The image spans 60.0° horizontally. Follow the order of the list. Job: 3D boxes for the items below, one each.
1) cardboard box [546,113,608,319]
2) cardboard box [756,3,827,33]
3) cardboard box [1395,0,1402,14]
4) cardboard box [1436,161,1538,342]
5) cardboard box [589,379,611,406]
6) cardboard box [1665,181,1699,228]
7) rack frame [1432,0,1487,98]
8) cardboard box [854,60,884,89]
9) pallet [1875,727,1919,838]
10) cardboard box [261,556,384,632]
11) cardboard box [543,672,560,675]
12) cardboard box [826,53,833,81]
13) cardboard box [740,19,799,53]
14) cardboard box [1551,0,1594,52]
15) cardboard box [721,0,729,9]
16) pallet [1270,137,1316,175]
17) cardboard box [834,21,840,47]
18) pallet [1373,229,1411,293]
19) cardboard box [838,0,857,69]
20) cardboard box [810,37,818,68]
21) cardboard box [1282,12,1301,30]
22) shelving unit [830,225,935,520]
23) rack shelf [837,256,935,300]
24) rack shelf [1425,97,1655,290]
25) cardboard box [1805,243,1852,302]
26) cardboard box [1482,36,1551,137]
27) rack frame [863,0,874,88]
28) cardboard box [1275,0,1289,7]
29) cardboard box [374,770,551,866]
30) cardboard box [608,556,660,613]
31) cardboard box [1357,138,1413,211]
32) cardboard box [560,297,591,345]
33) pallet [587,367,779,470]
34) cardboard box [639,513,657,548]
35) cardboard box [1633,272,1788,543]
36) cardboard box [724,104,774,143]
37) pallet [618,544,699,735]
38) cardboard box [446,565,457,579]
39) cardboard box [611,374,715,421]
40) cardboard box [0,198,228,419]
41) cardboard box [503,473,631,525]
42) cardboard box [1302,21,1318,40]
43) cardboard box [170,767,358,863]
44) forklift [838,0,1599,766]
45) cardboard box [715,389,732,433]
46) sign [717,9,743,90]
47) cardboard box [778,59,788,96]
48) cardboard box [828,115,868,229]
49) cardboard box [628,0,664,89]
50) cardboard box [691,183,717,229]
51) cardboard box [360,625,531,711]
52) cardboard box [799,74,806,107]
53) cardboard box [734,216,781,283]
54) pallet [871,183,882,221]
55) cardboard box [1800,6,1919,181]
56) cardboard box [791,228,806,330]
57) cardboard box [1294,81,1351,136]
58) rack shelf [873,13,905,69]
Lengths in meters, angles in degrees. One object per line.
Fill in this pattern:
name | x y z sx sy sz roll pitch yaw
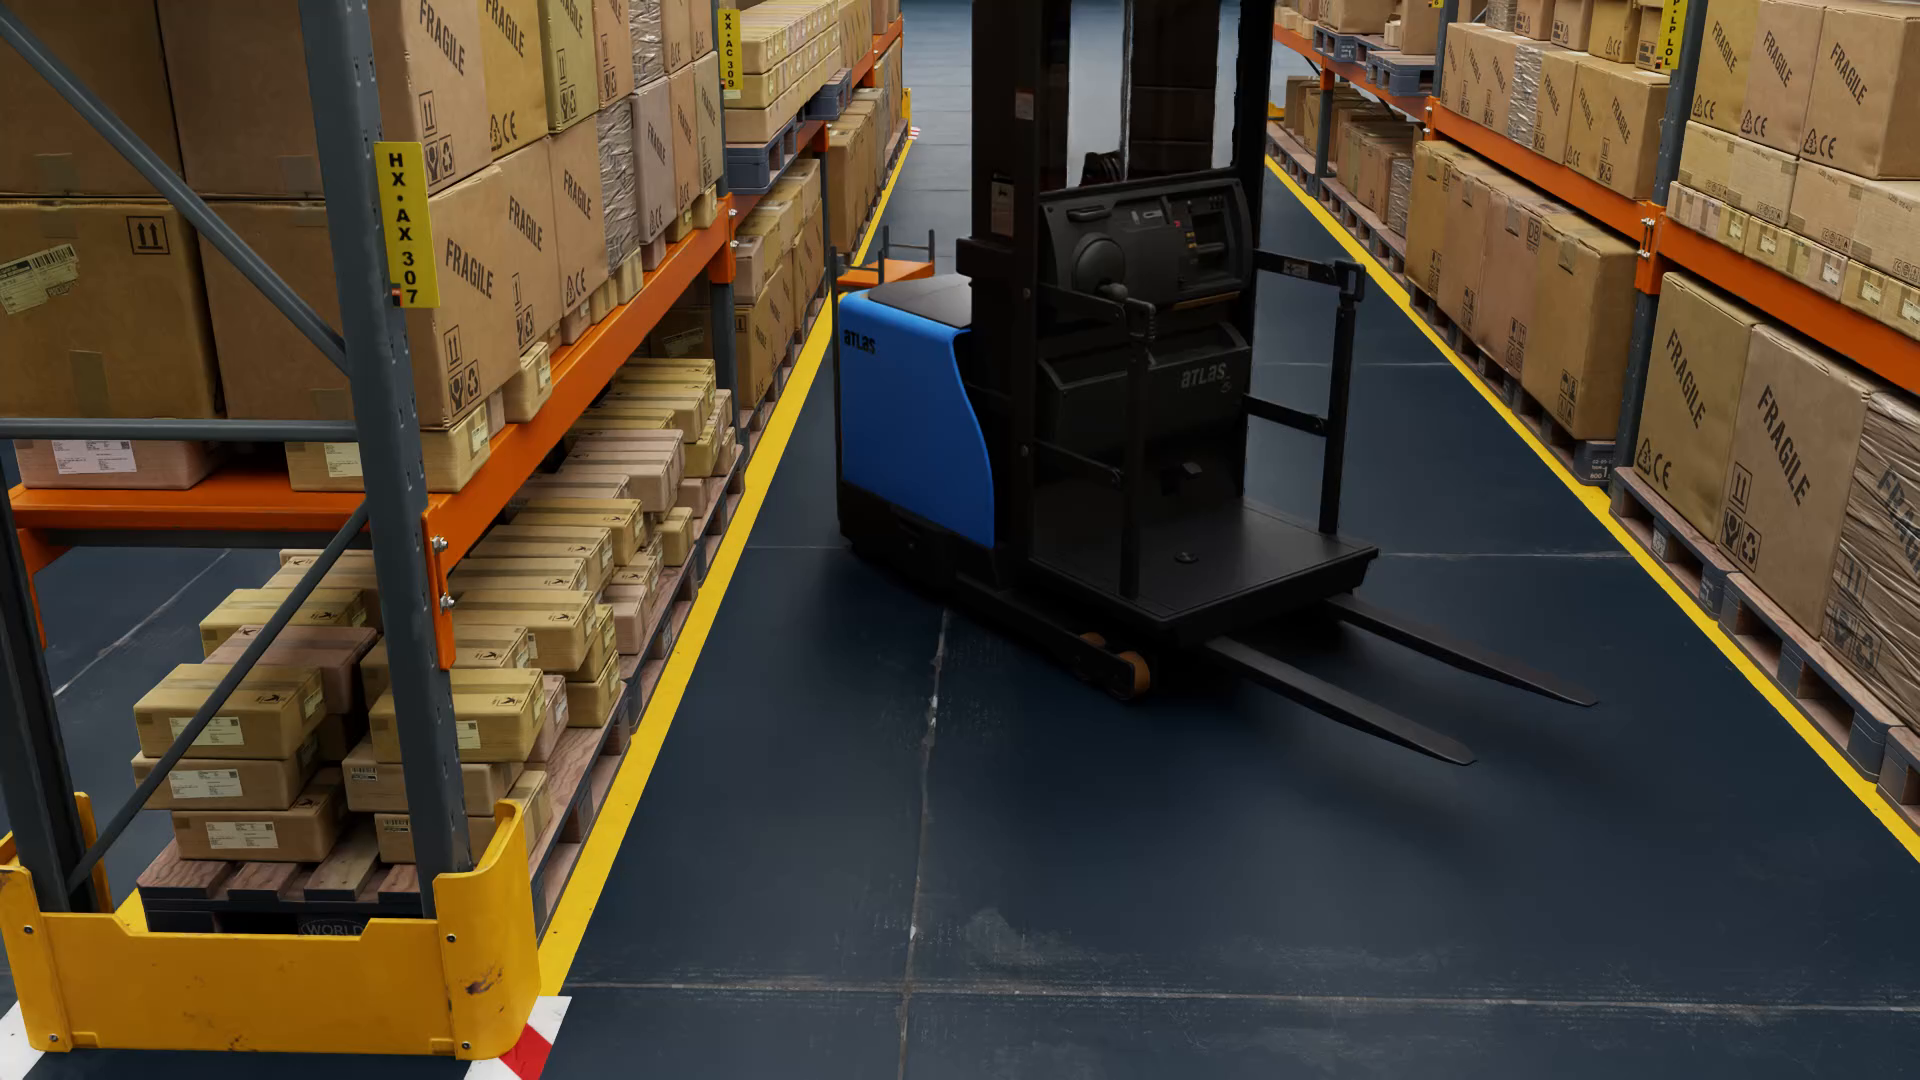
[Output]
cardboard box | -1.328 -0.937 4.747 0.500 0.500 0.500 1 21 2
cardboard box | -0.972 -3.006 9.573 0.380 0.149 0.250 1 21 3
cardboard box | 3.723 -4.085 12.688 0.797 0.503 0.637 3 21 7
cardboard box | 3.485 -1.657 9.508 1.225 0.875 0.875 1 21 2
cardboard box | -1.732 -0.689 7.197 0.380 0.149 0.250 1 21 4
cardboard box | 3.098 -1.356 6.725 0.380 0.149 0.250 1 21 2
rack frame | 3.561 -3.023 10.673 1.000 3.000 0.127 1 21 2
cardboard box | -1.182 -3.992 15.528 0.875 0.875 0.875 1 21 2
pallet | 3.264 0.880 4.470 1.003 0.211 1.213 1 21 2
cardboard box | -1.857 0.162 5.002 0.380 0.149 0.250 0 21 -1
cardboard box | -1.380 0.399 4.804 0.380 0.149 0.250 1 21 2
cardboard box | -0.965 -2.826 9.933 0.380 0.149 0.250 1 21 3
cardboard box | -1.013 -2.537 8.366 0.380 0.149 0.250 0 21 1
cardboard box | 3.487 -2.795 8.560 0.797 0.503 0.637 1 21 3
cardboard box | -1.606 -3.208 10.094 0.380 0.149 0.250 0 21 0
pallet | 3.702 -3.855 16.671 1.003 0.211 1.213 1 21 2
cardboard box | -0.953 -3.148 10.350 0.380 0.149 0.250 1 21 3
pallet | 3.587 -2.005 11.905 1.003 0.211 1.213 1 21 2
cardboard box | -1.064 -3.866 12.708 0.500 0.500 0.500 0 21 1
cardboard box | -0.990 -2.681 9.148 0.380 0.149 0.250 1 21 3
cardboard box | 3.415 -5.157 16.519 0.380 0.149 0.250 1 21 2
shelving unit | -0.322 -0.712 7.206 0.258 1.200 0.503 9 23 22
rack shelf | -0.322 -1.079 7.064 0.258 0.148 0.480 9 23 22
rack shelf | 3.501 -1.964 8.939 1.077 0.370 4.000 1 21 2
cardboard box | 3.059 -0.888 5.517 0.380 0.149 0.250 1 21 2
cardboard box | 3.249 -2.525 9.251 0.500 0.500 0.500 0 21 1
rack frame | -1.272 -4.560 14.635 1.000 3.000 0.127 1 21 2
cardboard box | 3.761 -5.902 17.544 0.875 0.500 0.500 1 21 2
cardboard box | -1.301 0.726 4.372 0.380 0.149 0.250 1 21 3
cardboard box | -1.267 0.167 5.814 0.380 0.149 0.250 1 21 2
cardboard box | 3.593 -2.913 13.236 0.700 0.500 0.500 -1 21 -3
cardboard box | -1.332 -0.689 5.005 0.380 0.149 0.250 0 21 1
pallet | -1.493 -0.649 8.410 1.003 0.211 1.213 1 21 2
cardboard box | -1.315 -0.082 6.043 0.380 0.149 0.250 0 21 -1
cardboard box | 3.340 -0.544 6.641 0.875 0.875 0.875 1 21 2
cardboard box | -1.043 -1.884 7.504 0.380 0.149 0.250 0 21 -1
pallet | -1.534 0.318 5.918 1.003 0.211 1.213 1 21 2
cardboard box | -1.862 0.111 5.544 0.380 0.149 0.250 2 21 4
cardboard box | -1.234 -0.587 6.934 0.380 0.149 0.250 1 21 2
cardboard box | -1.880 -0.572 3.807 0.500 0.500 0.500 1 21 3
cardboard box | -1.349 -0.119 5.727 0.380 0.149 0.250 1 21 2
cardboard box | 3.377 -4.705 15.354 0.380 0.149 0.250 1 21 2
cardboard box | -1.829 0.719 4.389 0.380 0.149 0.250 1 21 3
forklift | 0.794 -1.025 5.618 1.130 2.935 3.031 -15 26 -34
cardboard box | -1.207 -0.556 7.264 0.380 0.149 0.250 1 21 3
sign | -0.972 -2.068 7.015 0.100 0.325 0.005 1 21 2
cardboard box | -1.030 -2.209 7.932 0.380 0.149 0.250 1 21 3
cardboard box | -1.262 -2.796 12.618 1.050 0.750 0.750 1 21 2
cardboard box | -1.299 -1.774 5.523 0.500 0.500 0.500 1 21 3
cardboard box | -1.188 -1.350 6.710 0.380 0.149 0.250 0 21 0
cardboard box | -1.393 0.348 4.524 0.380 0.149 0.250 1 21 3
cardboard box | -1.009 -2.356 8.721 0.380 0.149 0.250 0 21 1
cardboard box | -1.215 -1.505 8.598 0.500 0.250 0.500 1 21 3
pallet | -1.220 -2.980 14.418 1.003 0.211 1.213 1 21 2
cardboard box | 3.136 -1.458 5.400 0.500 0.500 0.500 0 21 0
cardboard box | -1.171 -1.524 9.686 0.500 0.500 0.500 0 21 -1
cardboard box | 3.785 -4.504 17.364 0.500 0.500 0.500 6 22 16
rack shelf | -1.211 -4.948 16.629 1.077 0.370 4.000 1 21 2
